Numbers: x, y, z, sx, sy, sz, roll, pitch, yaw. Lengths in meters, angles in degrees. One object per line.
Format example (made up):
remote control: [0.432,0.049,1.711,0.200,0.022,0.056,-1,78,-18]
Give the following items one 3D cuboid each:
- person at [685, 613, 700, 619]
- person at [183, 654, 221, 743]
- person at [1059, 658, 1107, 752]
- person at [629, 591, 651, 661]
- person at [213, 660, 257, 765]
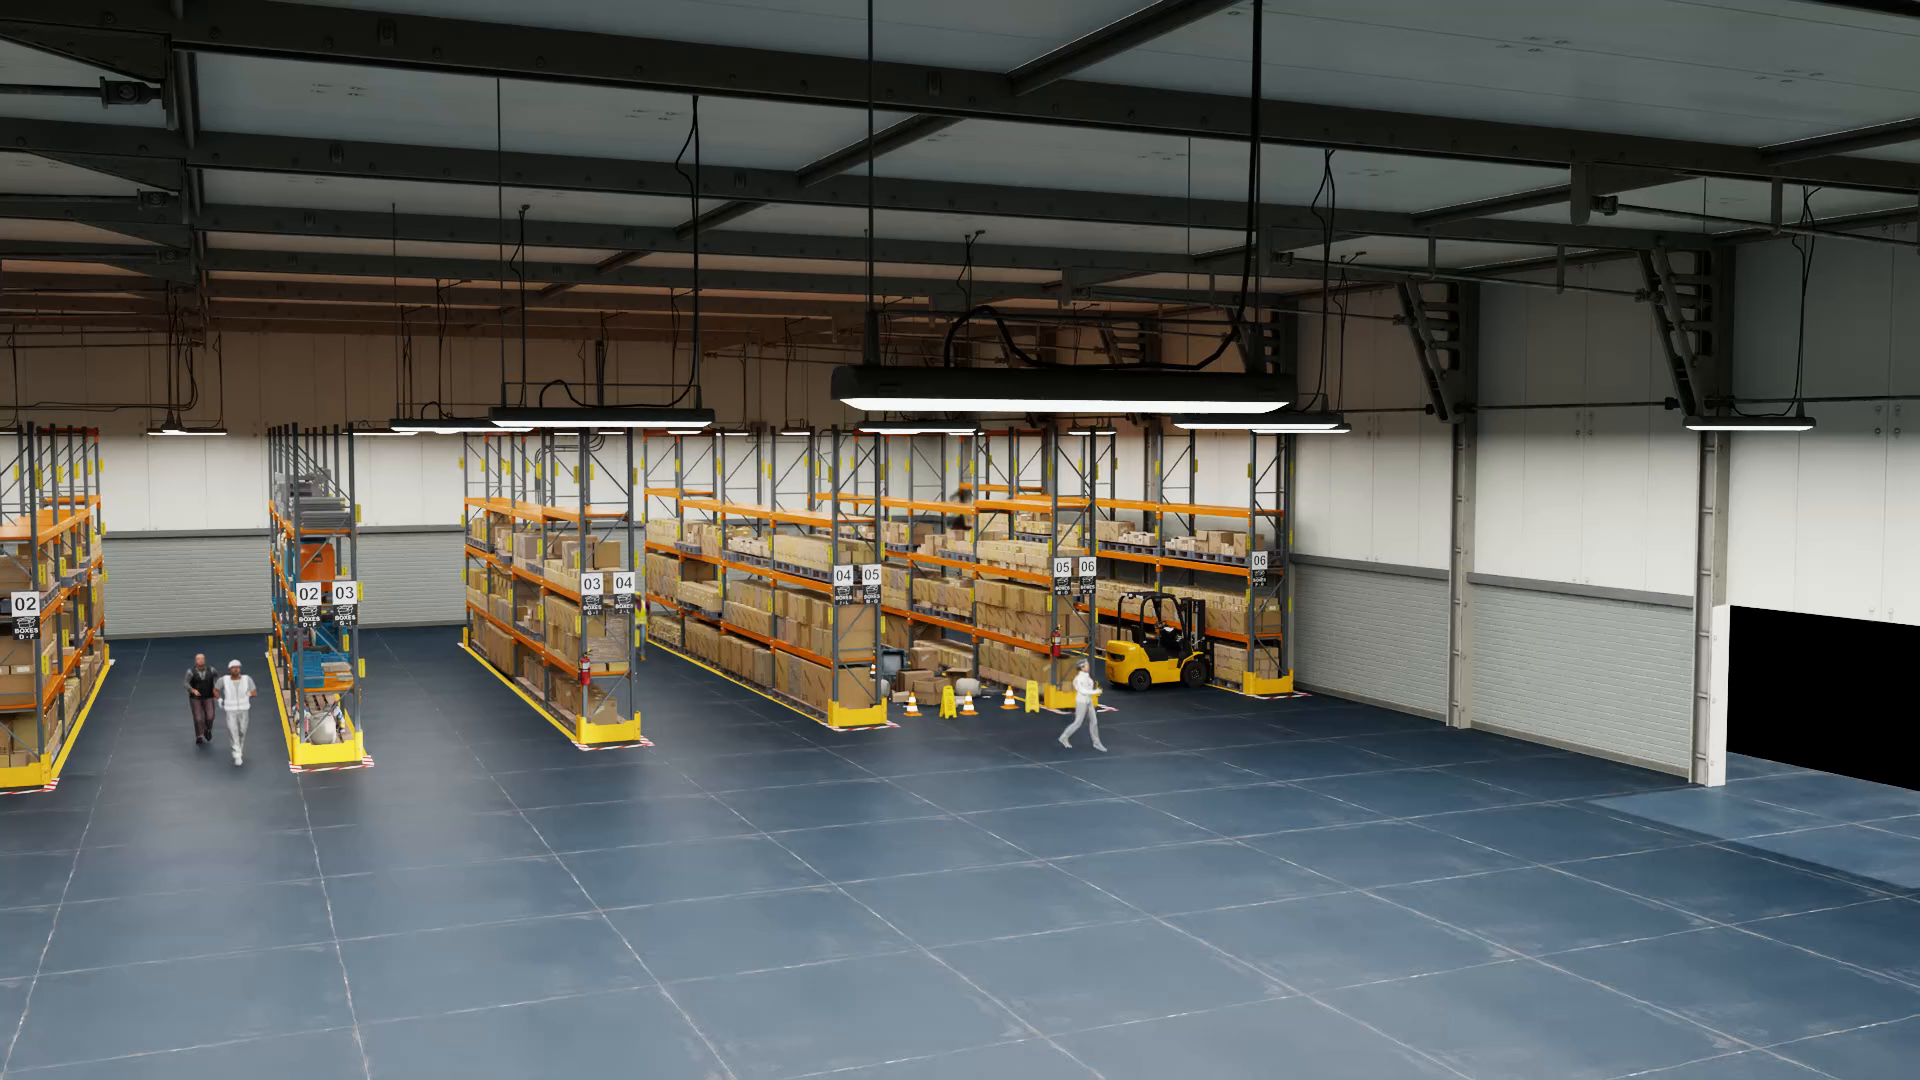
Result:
person: [-7.883,1.871,49.140,0.680,1.790,0.763,3,5,40]
person: [-14.163,2.971,31.132,0.689,1.680,0.586,-2,4,-33]
person: [2.244,3.002,30.347,0.888,1.716,0.599,1,4,20]
person: [-8.346,2.203,43.108,0.712,1.785,0.986,-1,4,-22]
person: [-12.741,3.004,29.302,0.681,1.782,0.940,-2,4,-34]
